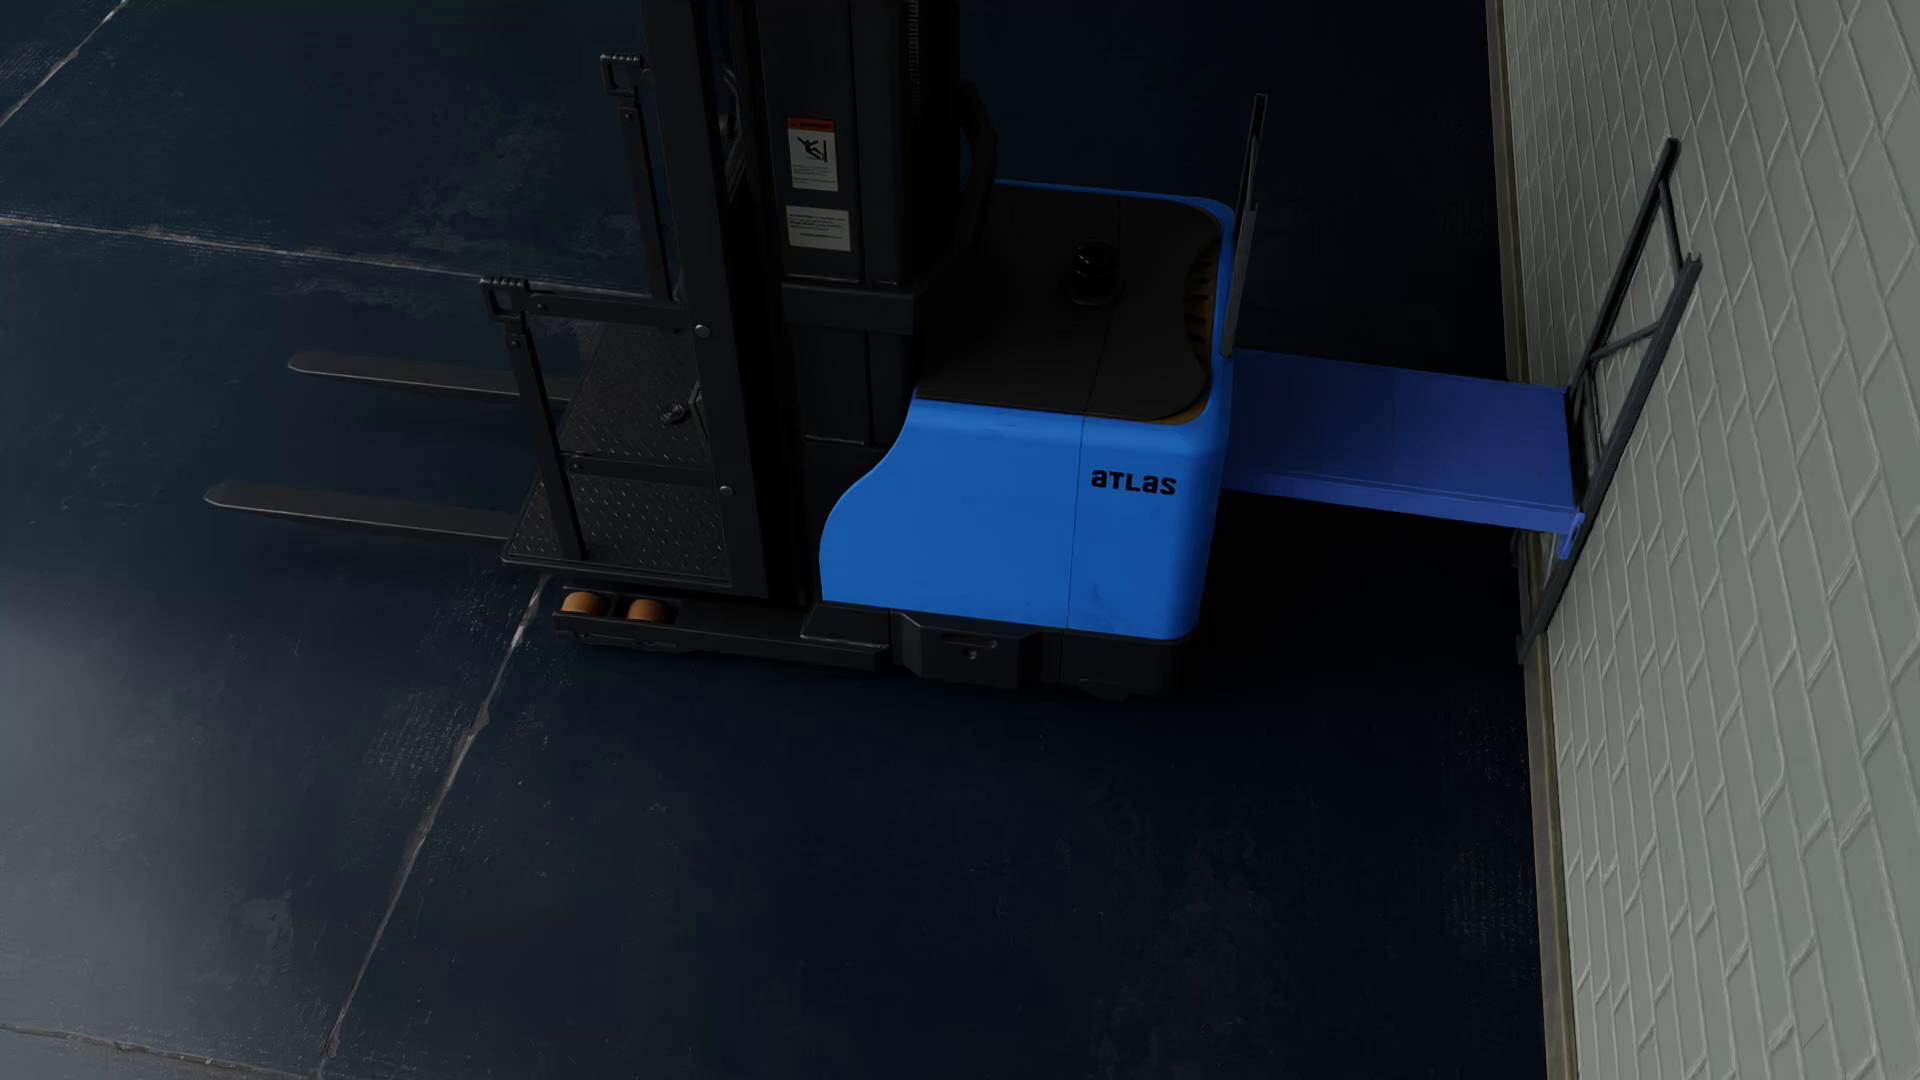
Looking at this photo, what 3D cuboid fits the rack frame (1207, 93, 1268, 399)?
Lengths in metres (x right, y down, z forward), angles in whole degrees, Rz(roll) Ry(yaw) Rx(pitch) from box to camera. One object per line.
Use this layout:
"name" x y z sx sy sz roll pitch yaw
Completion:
"rack frame" 0.715 -0.452 4.622 0.032 1.500 0.500 8 49 6

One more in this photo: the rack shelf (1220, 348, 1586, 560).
"rack shelf" 1.213 -0.262 4.702 1.000 0.185 0.538 8 49 6

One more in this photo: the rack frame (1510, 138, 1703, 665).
"rack frame" 1.716 -0.313 4.514 0.032 1.500 0.500 8 49 6

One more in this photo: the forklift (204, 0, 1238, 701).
"forklift" -0.758 -1.029 4.204 3.031 2.935 1.130 6 48 6

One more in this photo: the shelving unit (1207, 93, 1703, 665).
"shelving unit" 1.215 -0.382 4.568 1.048 1.500 0.538 8 49 6
